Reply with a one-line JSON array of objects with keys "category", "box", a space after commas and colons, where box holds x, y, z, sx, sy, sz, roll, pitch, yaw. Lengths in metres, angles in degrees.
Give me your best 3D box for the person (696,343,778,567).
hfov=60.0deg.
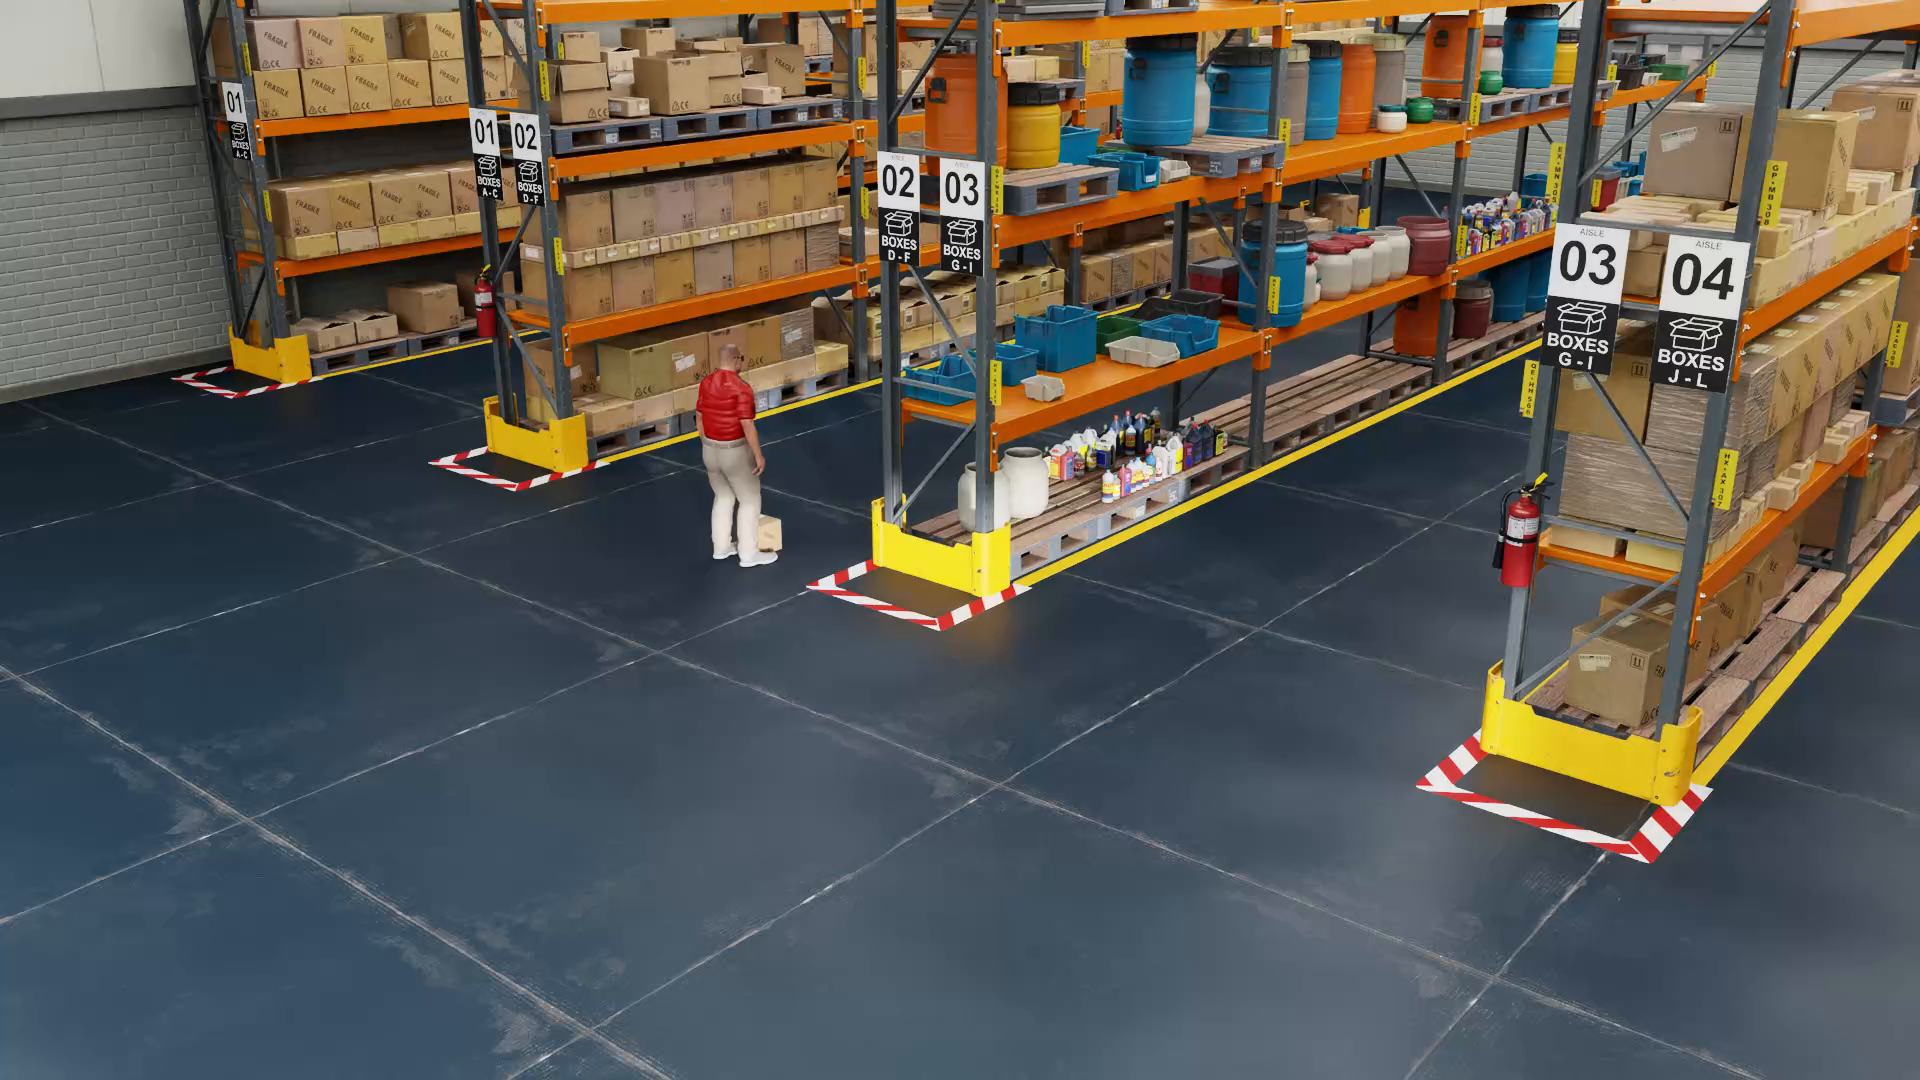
[{"category": "person", "box": [-1.773, -0.668, 12.923, 0.606, 1.727, 0.387, 14, 24, 34]}]
